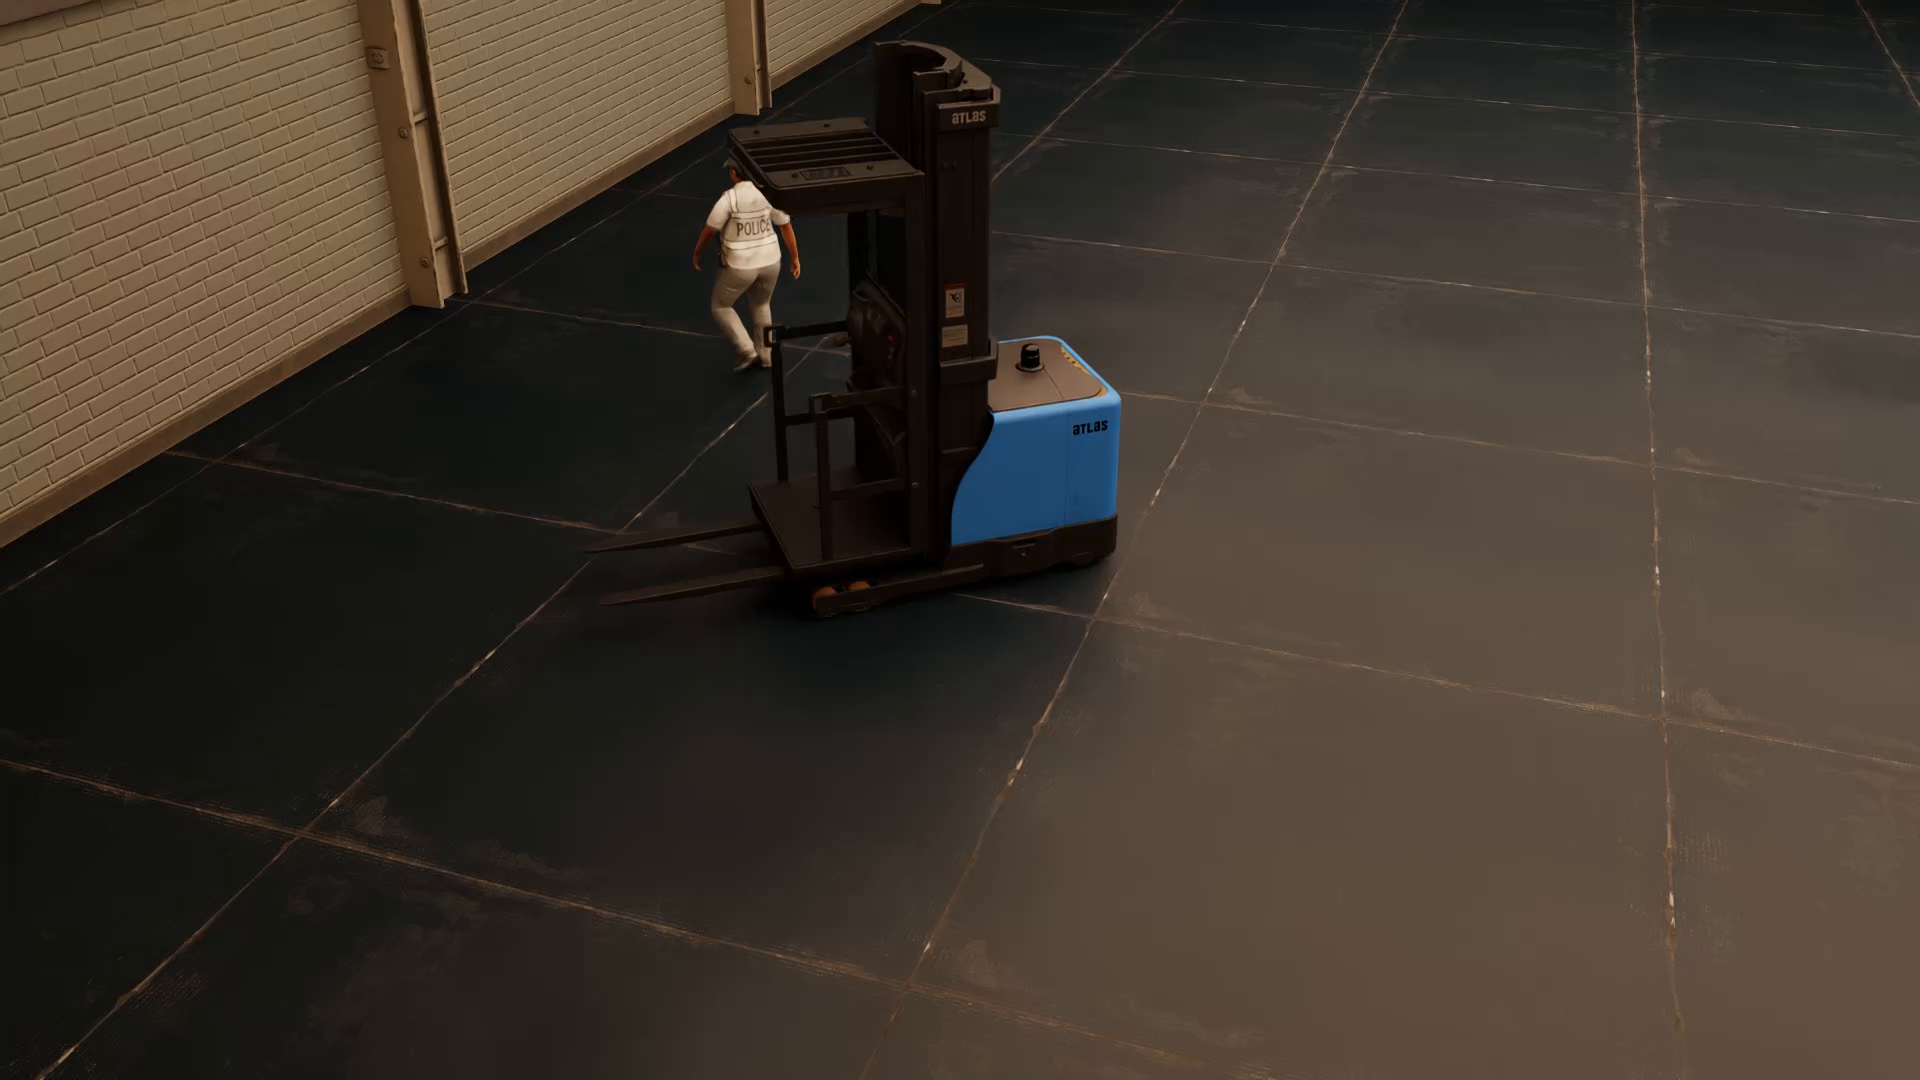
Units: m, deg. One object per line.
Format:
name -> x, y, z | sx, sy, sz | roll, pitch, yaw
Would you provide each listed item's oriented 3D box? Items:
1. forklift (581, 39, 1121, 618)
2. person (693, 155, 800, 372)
forklift -> -0.647, -1.133, 9.124 | 3.031, 2.935, 1.130 | -10, 31, -17
person -> -1.506, -1.973, 11.903 | 0.689, 1.647, 0.511 | -18, 34, -29
